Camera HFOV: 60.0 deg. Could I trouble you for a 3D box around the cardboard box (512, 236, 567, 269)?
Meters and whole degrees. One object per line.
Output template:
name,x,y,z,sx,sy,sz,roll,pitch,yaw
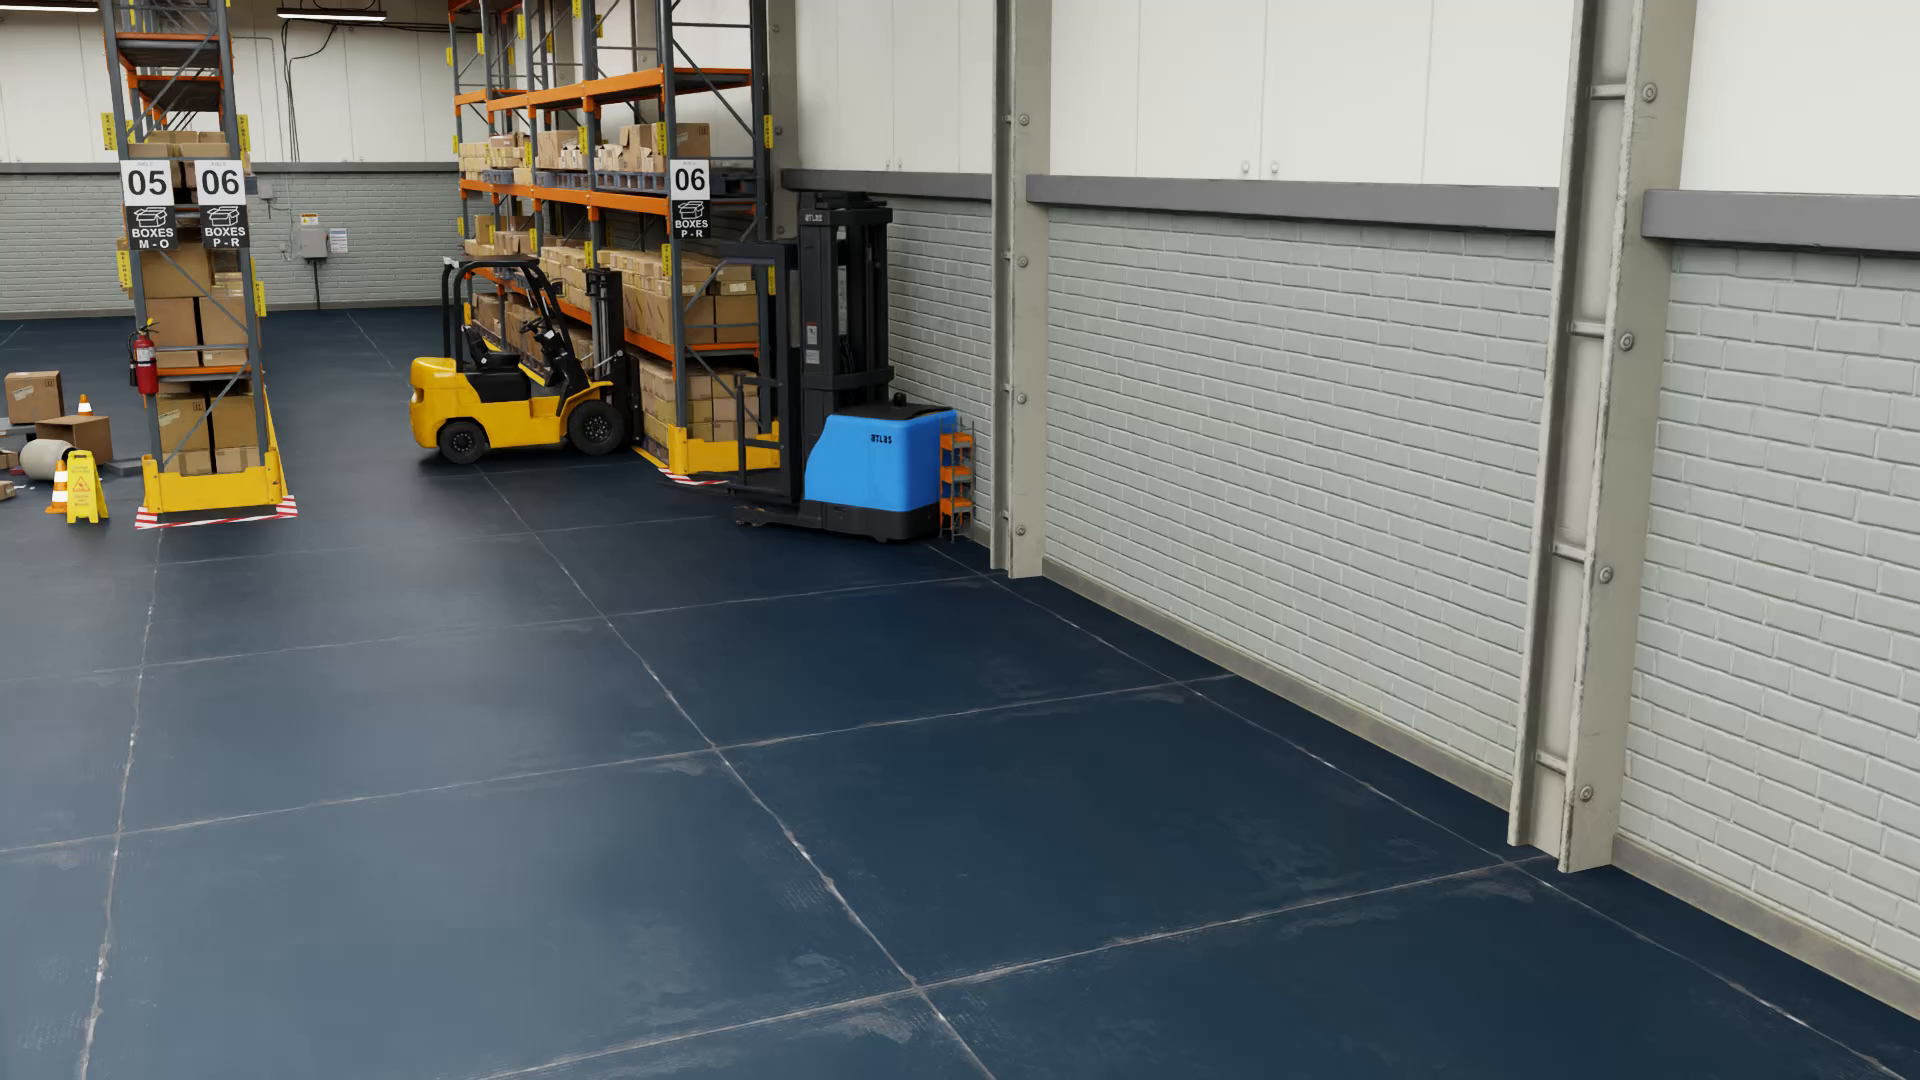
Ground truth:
cardboard box,-6.517,-4.454,25.802,0.797,0.503,0.637,-6,14,-24

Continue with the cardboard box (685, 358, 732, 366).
cardboard box,-2.902,-1.902,18.883,0.500,0.250,0.500,-6,14,-23

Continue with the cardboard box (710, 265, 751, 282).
cardboard box,-2.428,-2.824,17.600,0.380,0.149,0.250,-6,14,-24

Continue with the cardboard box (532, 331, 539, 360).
cardboard box,-6.251,-3.038,25.455,0.500,0.500,0.500,-6,14,-24

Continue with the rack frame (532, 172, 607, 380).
rack frame,-5.694,-3.879,24.476,1.000,3.000,0.127,-6,14,-23

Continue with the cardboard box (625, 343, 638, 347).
cardboard box,-4.185,-2.276,20.501,0.500,0.250,0.500,-6,14,-24

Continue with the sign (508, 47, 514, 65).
sign,-8.381,-9.032,31.016,0.100,0.325,0.005,-6,14,-23

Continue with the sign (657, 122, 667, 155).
sign,-2.992,-4.034,16.706,0.100,0.325,0.005,-6,14,-23

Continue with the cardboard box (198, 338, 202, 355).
cardboard box,-7.772,-1.926,16.595,0.380,0.149,0.250,-5,14,-22

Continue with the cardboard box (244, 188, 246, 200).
cardboard box,-6.871,-3.214,15.507,0.380,0.149,0.250,-6,14,-23

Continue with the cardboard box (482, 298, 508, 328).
cardboard box,-8.313,-4.085,29.980,0.500,0.500,0.500,-5,14,-22

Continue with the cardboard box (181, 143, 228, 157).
cardboard box,-6.991,-3.596,15.392,0.380,0.149,0.250,-6,14,-23

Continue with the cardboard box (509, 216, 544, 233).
cardboard box,-7.649,-5.474,29.379,0.500,0.500,0.500,-6,14,-25

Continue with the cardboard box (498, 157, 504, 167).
cardboard box,-7.036,-5.936,26.116,0.380,0.149,0.250,-5,14,-22

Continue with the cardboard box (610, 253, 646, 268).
cardboard box,-3.928,-3.309,19.695,0.380,0.149,0.250,-5,14,-22

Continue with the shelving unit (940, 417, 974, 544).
shelving unit,-0.028,-0.515,14.264,0.215,1.050,0.252,-5,14,-24

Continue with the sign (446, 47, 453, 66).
sign,-9.395,-8.899,30.615,0.100,0.325,0.005,-6,14,-23

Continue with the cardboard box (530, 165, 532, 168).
cardboard box,-6.142,-5.568,24.572,0.380,0.149,0.250,-6,14,-24

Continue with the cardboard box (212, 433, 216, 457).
cardboard box,-7.533,-1.051,17.426,0.500,0.250,0.500,-5,14,-19

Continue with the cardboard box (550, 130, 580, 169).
cardboard box,-5.219,-5.260,22.418,0.500,0.500,0.500,-5,14,-22

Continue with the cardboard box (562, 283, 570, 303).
cardboard box,-5.124,-3.374,22.630,0.500,0.250,0.500,-5,14,-21

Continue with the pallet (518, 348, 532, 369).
pallet,-6.443,-2.929,26.559,1.003,0.211,1.213,-6,14,-23

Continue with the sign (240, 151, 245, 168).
sign,-8.144,-4.367,18.787,0.100,0.325,0.005,-6,14,-23

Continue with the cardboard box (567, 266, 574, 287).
cardboard box,-4.934,-3.513,22.120,0.500,0.250,0.500,-5,14,-22

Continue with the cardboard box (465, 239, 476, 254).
cardboard box,-8.963,-5.485,31.091,0.500,0.250,0.500,-6,14,-23

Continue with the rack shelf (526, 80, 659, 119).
rack shelf,-4.892,-5.843,22.141,1.077,0.370,4.000,-6,14,-23

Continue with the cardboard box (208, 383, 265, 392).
cardboard box,-7.329,-1.311,16.887,0.500,0.500,0.500,-6,14,-25

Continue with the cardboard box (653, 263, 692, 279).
cardboard box,-3.082,-2.890,17.886,0.380,0.149,0.250,-5,14,-22

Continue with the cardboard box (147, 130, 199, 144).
cardboard box,-8.987,-4.548,19.008,0.500,0.250,0.500,-5,14,-22

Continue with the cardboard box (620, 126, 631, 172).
cardboard box,-3.408,-4.405,18.717,0.797,0.503,0.637,-5,14,-21

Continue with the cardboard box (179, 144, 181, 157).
cardboard box,-7.855,-3.820,16.359,0.380,0.149,0.250,-6,14,-25

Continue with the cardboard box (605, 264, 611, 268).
cardboard box,-4.099,-3.274,20.203,0.380,0.149,0.250,-5,14,-22

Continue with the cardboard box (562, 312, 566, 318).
cardboard box,-6.045,-3.533,26.156,0.380,0.149,0.250,-6,14,-24

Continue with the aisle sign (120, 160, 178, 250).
aisle sign,-7.276,-3.004,14.933,0.394,0.787,0.004,-6,14,-23

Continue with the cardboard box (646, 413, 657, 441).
cardboard box,-3.157,-1.263,18.341,0.500,0.250,0.500,-6,14,-23

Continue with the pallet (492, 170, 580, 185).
pallet,-6.681,-5.720,26.196,1.213,0.211,1.003,-6,14,-23

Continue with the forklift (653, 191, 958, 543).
forklift,-1.456,-1.635,14.933,3.031,2.935,1.130,8,15,32

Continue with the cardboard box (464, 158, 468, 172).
cardboard box,-8.748,-6.845,30.314,0.500,0.250,0.500,-5,14,-22

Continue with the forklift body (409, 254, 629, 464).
forklift body,-4.920,-2.039,18.411,2.313,2.155,1.214,-6,14,-23

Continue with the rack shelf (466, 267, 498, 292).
rack shelf,-8.097,-4.768,29.913,1.077,0.370,4.000,-6,14,-23

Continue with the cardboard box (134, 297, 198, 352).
cardboard box,-7.505,-2.058,15.727,0.500,0.500,0.500,-6,14,-24

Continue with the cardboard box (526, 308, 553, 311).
cardboard box,-6.681,-3.593,26.414,0.380,0.149,0.250,-6,14,-23

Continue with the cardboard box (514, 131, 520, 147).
cardboard box,-7.110,-6.587,27.352,0.396,0.266,0.258,-6,14,-24

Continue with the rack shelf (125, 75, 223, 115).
rack shelf,-9.439,-5.394,20.200,1.077,0.370,4.000,-6,14,-23

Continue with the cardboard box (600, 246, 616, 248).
cardboard box,-5.171,-4.151,23.990,0.380,0.149,0.250,-5,14,-21

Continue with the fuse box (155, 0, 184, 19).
fuse box,-15.946,-10.698,33.542,0.513,0.334,0.176,-6,14,-23

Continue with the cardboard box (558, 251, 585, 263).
cardboard box,-5.309,-3.885,22.844,0.380,0.149,0.250,-5,14,-22

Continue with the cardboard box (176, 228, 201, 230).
cardboard box,-8.660,-3.173,18.330,0.700,0.500,0.500,-6,14,-24

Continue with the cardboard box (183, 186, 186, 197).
cardboard box,-8.420,-3.700,17.609,0.380,0.149,0.250,-5,14,-21

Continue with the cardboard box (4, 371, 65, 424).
cardboard box,-10.257,-1.587,18.440,0.500,0.500,0.500,-6,14,-23

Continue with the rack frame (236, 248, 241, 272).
rack frame,-8.638,-2.603,18.965,1.000,3.000,0.127,-6,14,-23

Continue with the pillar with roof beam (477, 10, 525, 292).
pillar with roof beam,-13.097,-8.704,32.020,9.100,9.000,0.548,-6,14,-23

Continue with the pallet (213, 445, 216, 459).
pallet,-7.844,-0.857,17.603,1.003,0.211,1.213,-6,14,-23

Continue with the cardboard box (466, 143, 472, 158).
cardboard box,-8.550,-6.985,29.808,0.500,0.250,0.500,-6,14,-24

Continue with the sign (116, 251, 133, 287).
sign,-7.552,-2.449,15.030,0.100,0.325,0.005,-6,14,-23
